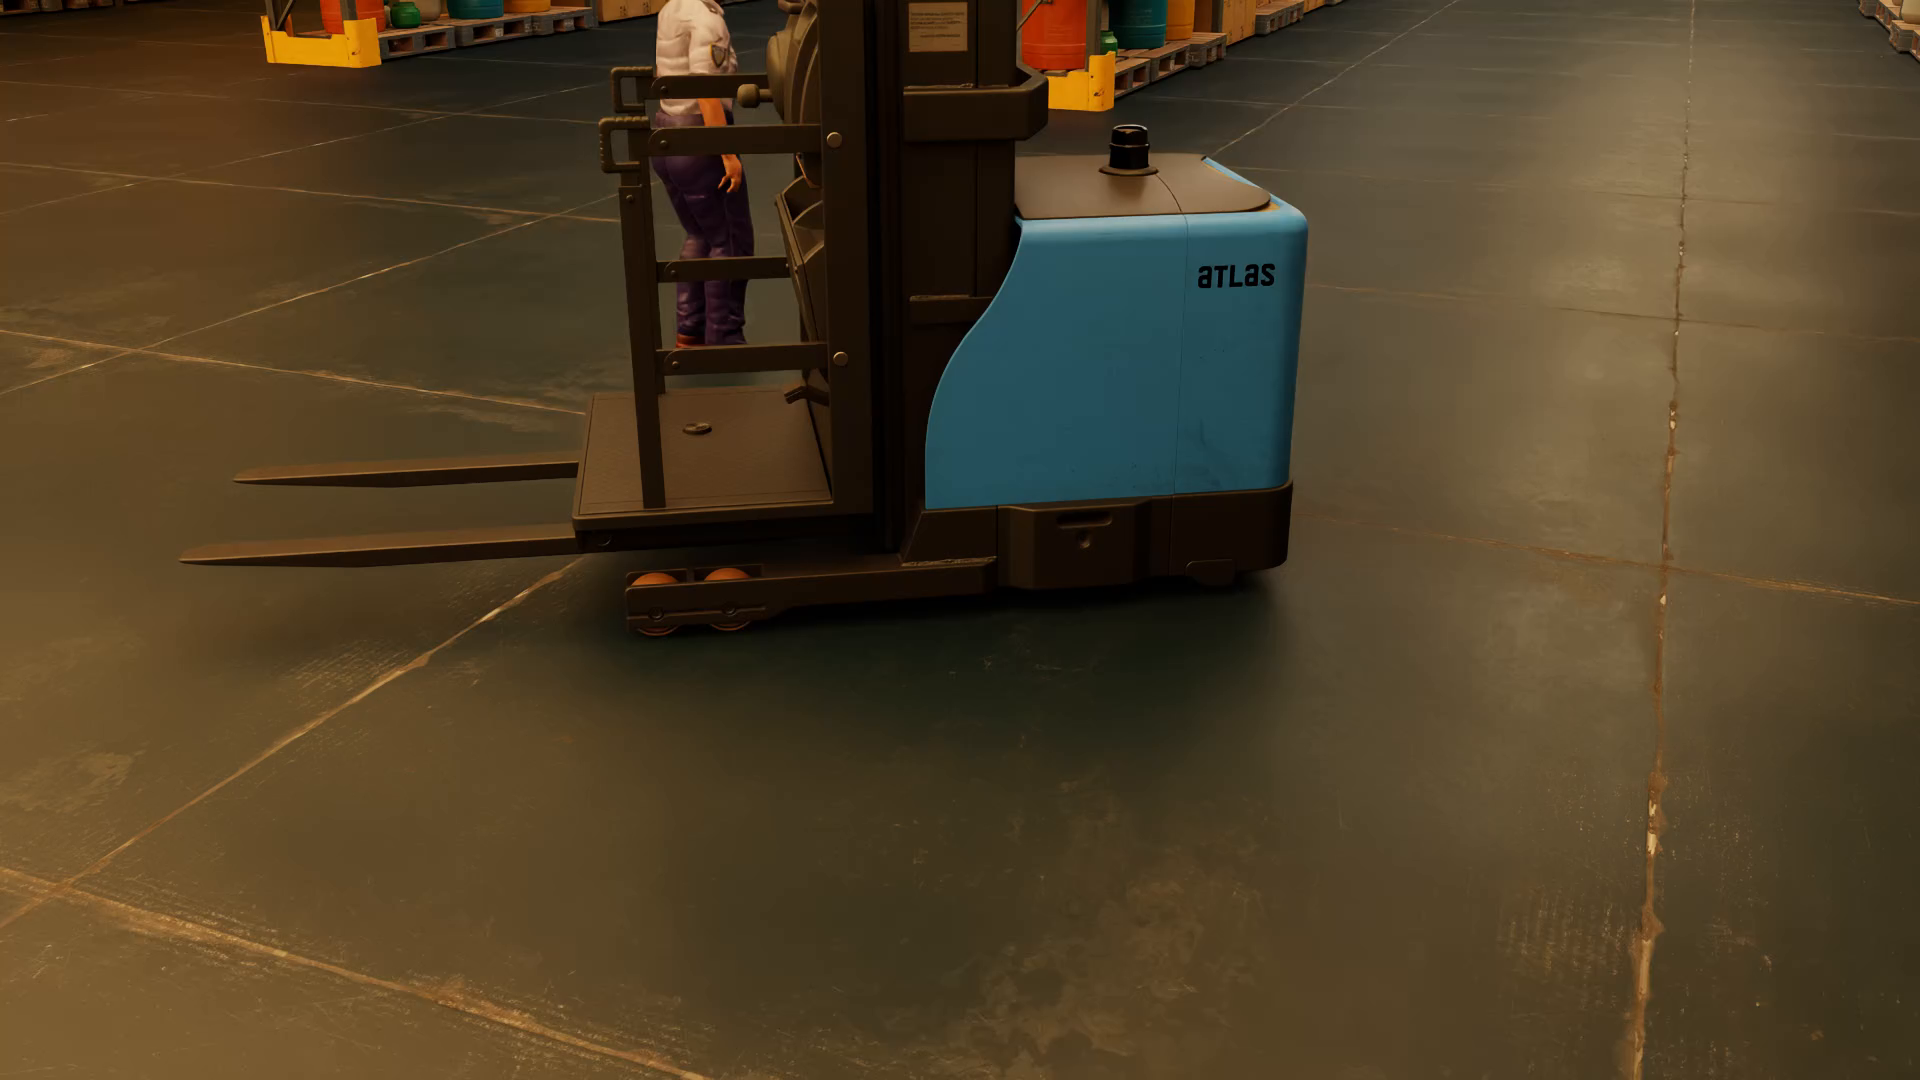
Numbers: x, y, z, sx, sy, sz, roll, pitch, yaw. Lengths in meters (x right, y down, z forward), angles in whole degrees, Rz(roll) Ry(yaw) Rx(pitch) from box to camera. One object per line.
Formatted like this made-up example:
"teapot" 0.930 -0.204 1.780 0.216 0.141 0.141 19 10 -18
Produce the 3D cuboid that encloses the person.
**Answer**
"person" -1.020 -1.542 6.645 0.382 1.650 0.542 -12 26 -27

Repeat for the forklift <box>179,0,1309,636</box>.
"forklift" -0.622 -1.313 4.434 3.031 2.935 1.130 -4 23 -9
